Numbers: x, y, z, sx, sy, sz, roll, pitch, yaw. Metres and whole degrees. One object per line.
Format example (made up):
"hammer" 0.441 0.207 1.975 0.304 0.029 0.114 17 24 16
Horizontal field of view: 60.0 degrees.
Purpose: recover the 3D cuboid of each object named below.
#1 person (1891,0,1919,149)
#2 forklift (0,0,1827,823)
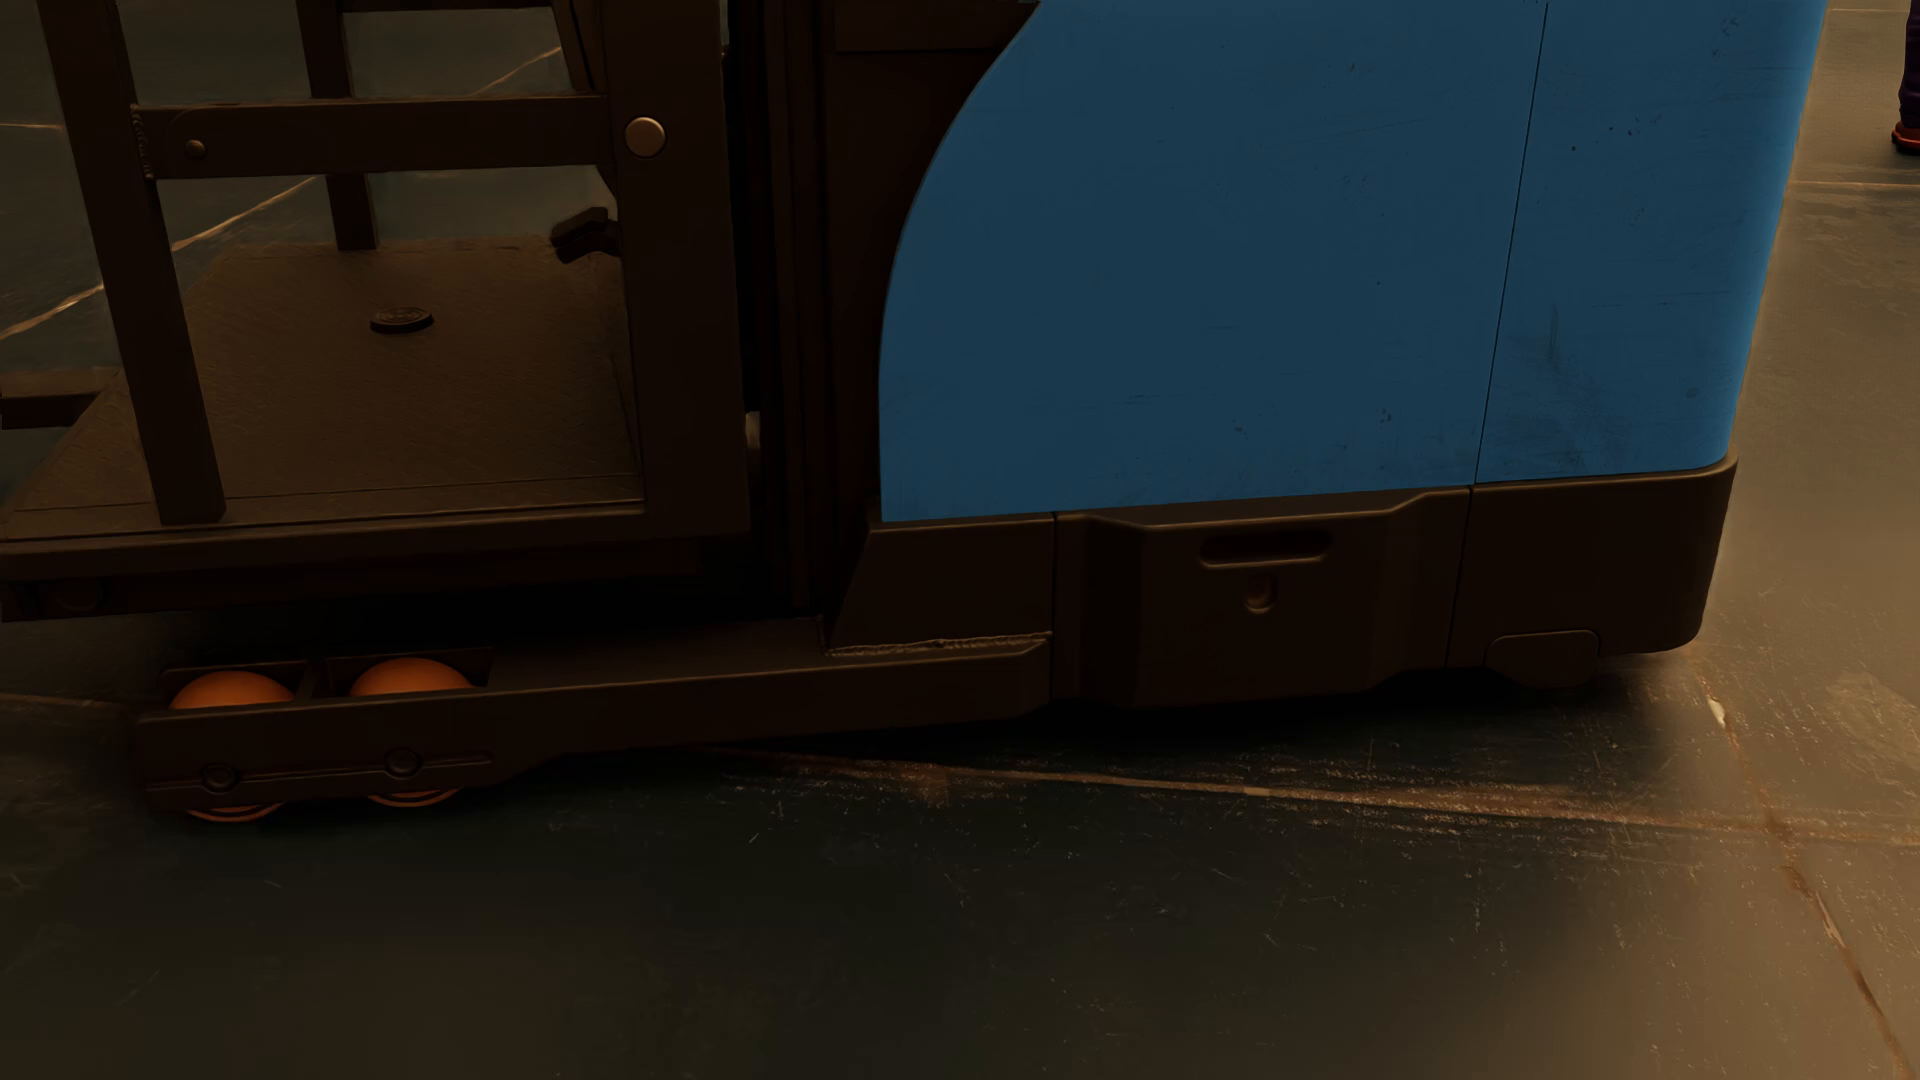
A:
"person" 2.792 -1.860 4.367 0.598 1.651 0.502 18 32 32
"forklift" -0.610 -1.248 1.718 3.031 2.935 1.130 -4 27 -8
